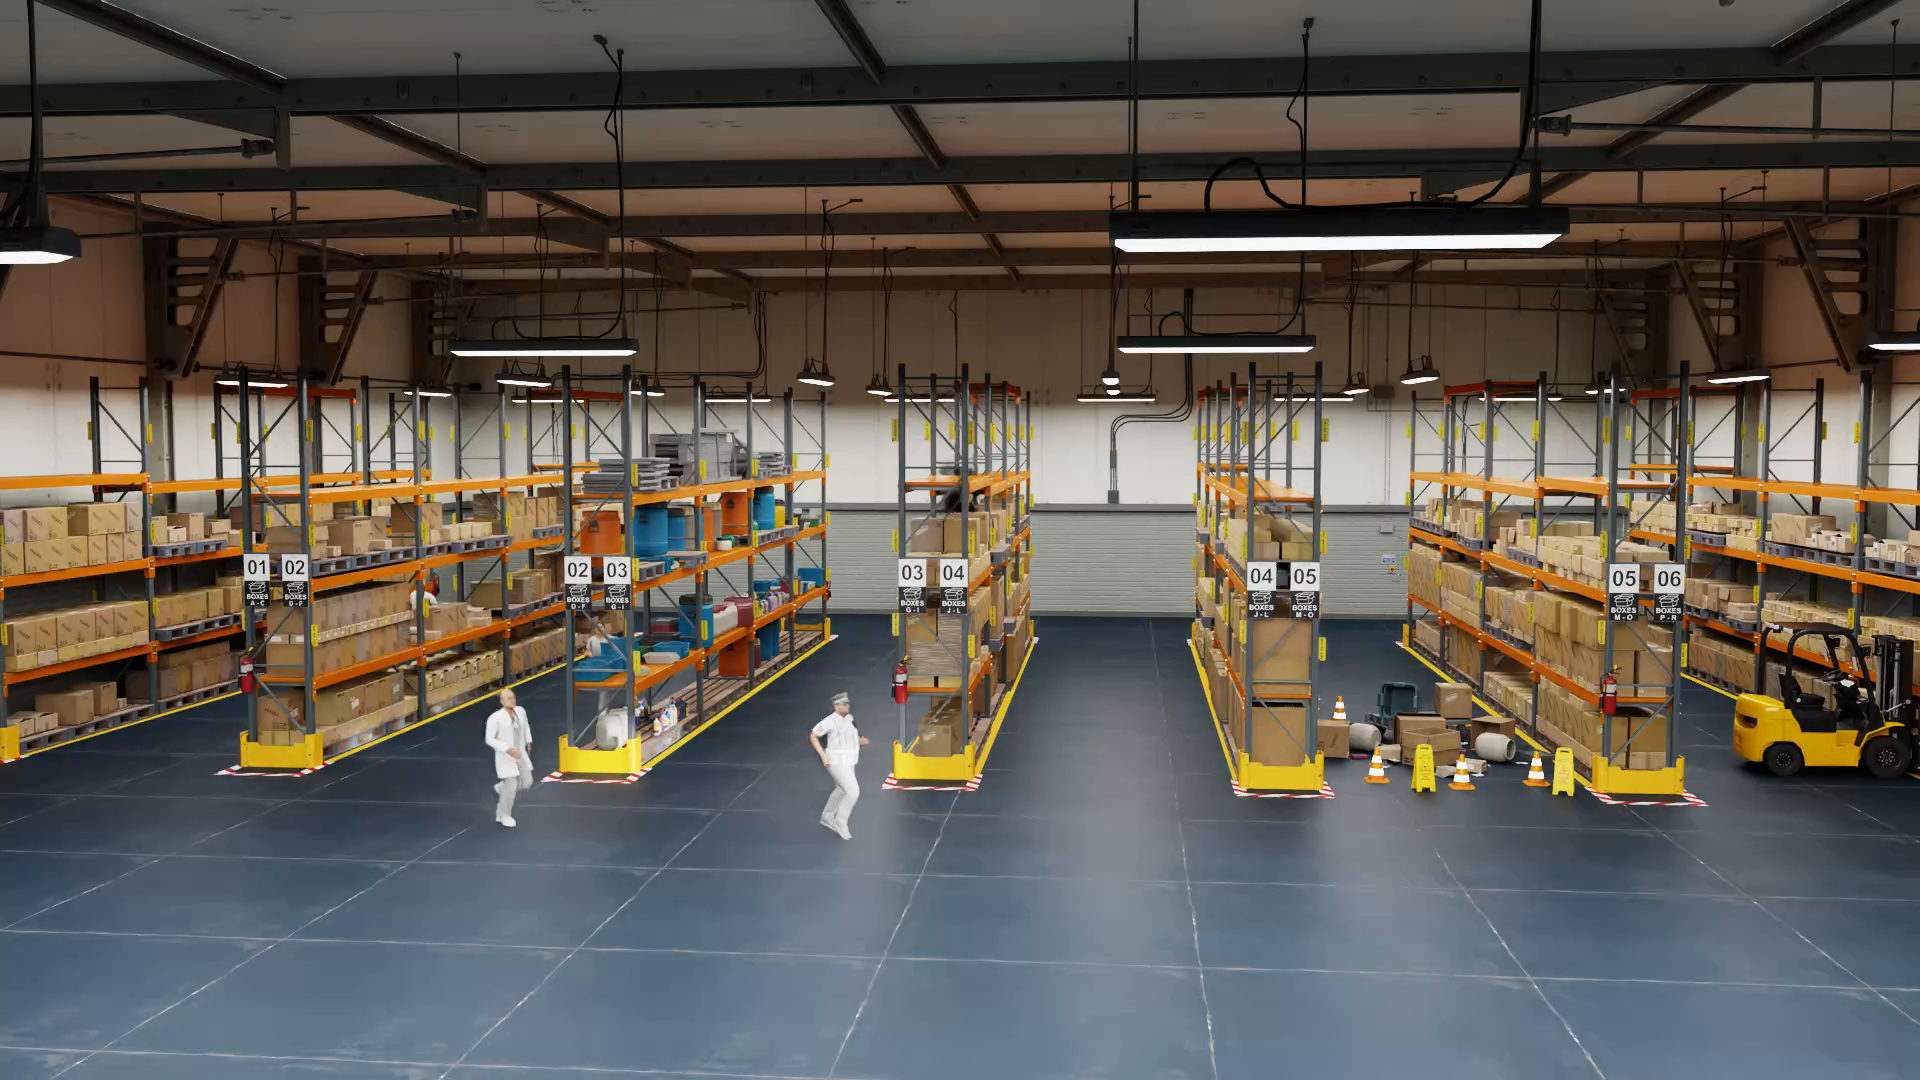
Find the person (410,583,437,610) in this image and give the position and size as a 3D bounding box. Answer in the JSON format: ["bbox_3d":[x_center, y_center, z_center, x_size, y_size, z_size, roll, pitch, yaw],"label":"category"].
[{"bbox_3d":[-11.930,1.776,36.885,0.726,1.749,0.885,0,4,2],"label":"person"}]

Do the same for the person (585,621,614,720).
[{"bbox_3d":[-6.349,2.270,29.452,0.518,1.696,0.887,0,4,7],"label":"person"}]

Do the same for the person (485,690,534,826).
[{"bbox_3d":[-5.745,2.780,21.277,0.697,1.743,0.740,3,5,39],"label":"person"}]

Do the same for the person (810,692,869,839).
[{"bbox_3d":[-1.460,2.801,20.686,0.747,1.834,0.633,2,4,25],"label":"person"}]
